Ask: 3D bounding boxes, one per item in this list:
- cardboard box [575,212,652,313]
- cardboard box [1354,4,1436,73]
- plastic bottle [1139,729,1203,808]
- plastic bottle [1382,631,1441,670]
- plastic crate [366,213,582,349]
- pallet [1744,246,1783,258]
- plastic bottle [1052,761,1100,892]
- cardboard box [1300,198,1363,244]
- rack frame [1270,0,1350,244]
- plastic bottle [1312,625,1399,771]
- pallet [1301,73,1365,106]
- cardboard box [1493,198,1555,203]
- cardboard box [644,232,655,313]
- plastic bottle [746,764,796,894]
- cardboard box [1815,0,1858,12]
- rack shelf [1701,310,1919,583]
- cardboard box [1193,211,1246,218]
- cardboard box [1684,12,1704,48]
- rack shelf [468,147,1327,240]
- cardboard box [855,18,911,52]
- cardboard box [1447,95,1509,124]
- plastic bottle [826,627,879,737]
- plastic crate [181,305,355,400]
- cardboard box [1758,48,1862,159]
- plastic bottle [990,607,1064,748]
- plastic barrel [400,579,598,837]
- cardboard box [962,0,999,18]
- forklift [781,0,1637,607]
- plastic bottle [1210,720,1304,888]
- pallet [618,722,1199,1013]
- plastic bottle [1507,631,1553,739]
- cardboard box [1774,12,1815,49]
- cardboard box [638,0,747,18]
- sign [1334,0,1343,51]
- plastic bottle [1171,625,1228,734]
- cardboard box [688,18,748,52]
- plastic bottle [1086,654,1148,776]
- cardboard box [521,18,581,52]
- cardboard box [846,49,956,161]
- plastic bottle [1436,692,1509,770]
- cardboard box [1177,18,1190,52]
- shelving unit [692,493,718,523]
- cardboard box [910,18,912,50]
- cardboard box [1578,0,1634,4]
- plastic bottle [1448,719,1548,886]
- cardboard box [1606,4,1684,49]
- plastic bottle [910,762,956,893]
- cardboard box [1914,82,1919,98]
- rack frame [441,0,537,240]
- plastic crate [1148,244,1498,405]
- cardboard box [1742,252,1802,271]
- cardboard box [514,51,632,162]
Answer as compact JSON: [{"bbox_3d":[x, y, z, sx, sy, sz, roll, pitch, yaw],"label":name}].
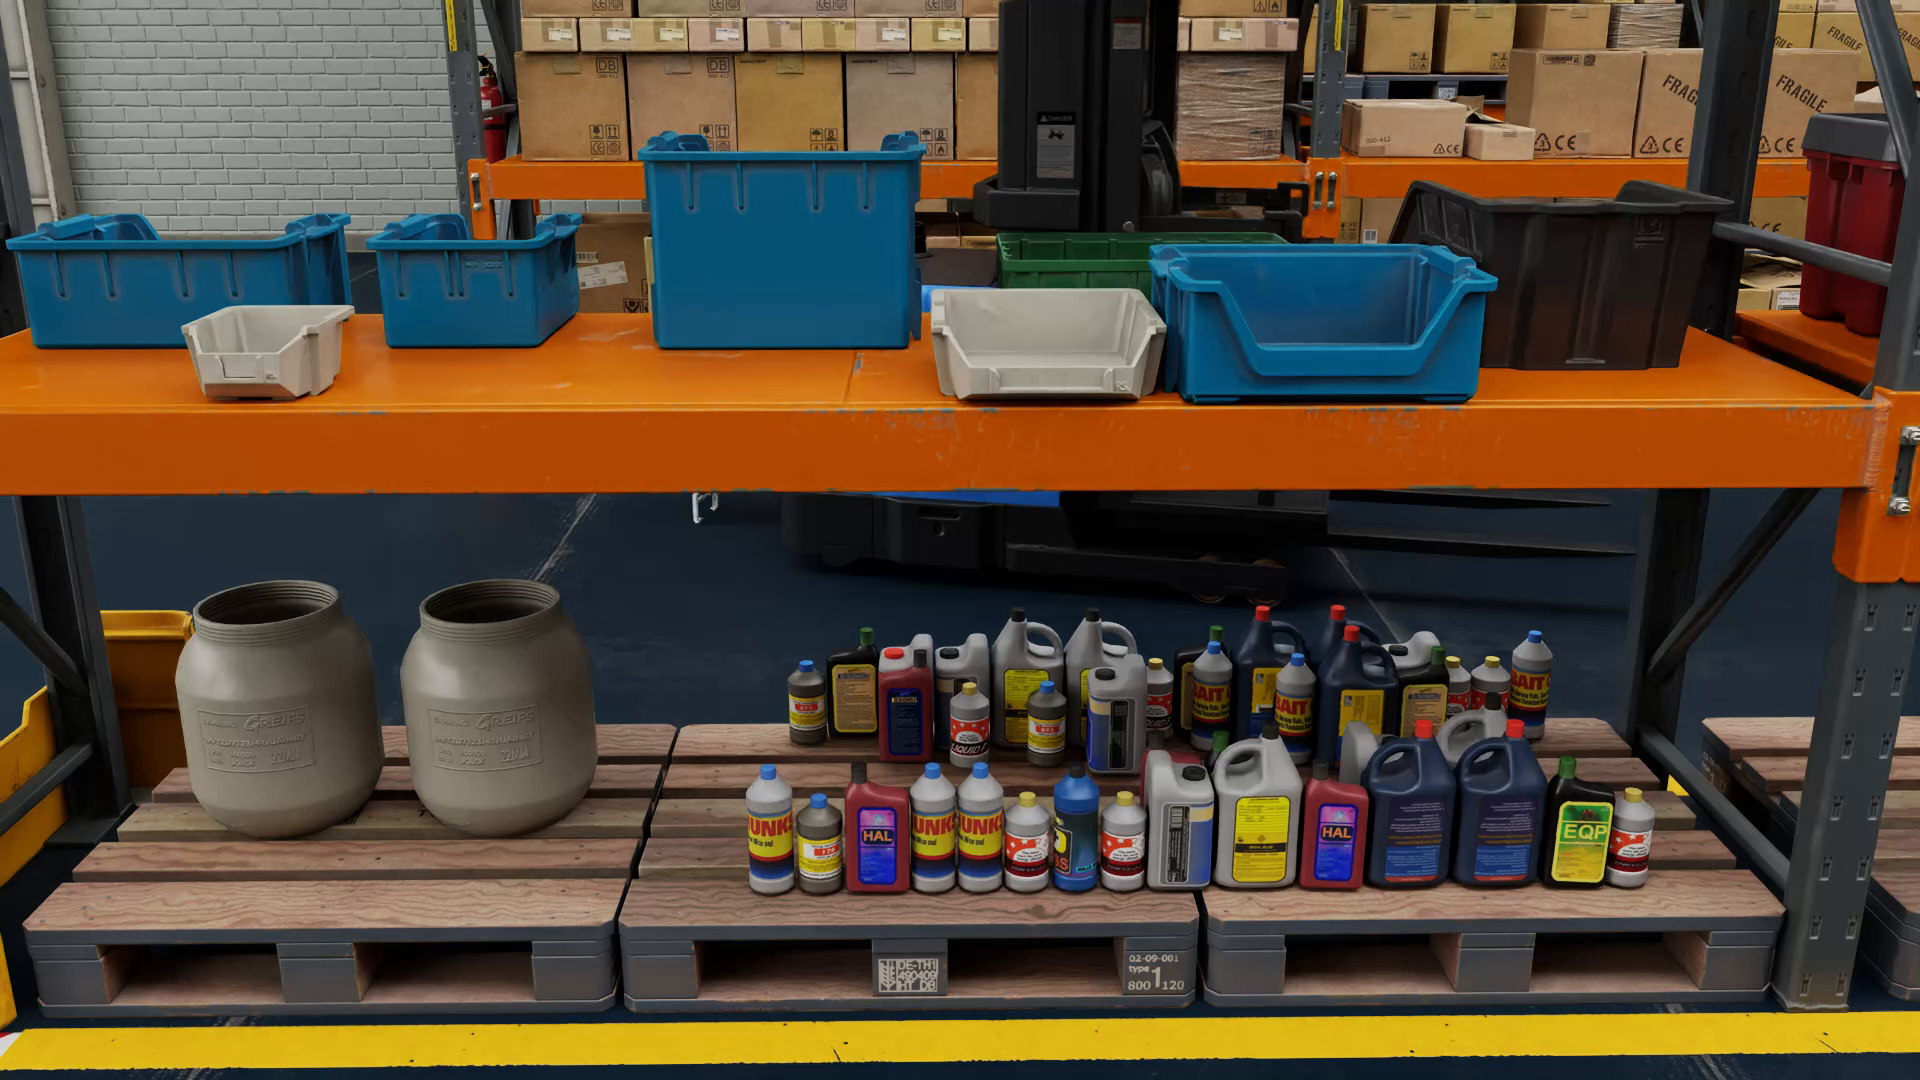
[{"bbox_3d":[-1.761,-1.428,8.676,0.500,0.500,0.500,0,18,-1],"label":"cardboard box"},{"bbox_3d":[3.352,-3.882,12.854,0.500,0.500,0.700,2,18,7],"label":"cardboard box"},{"bbox_3d":[0.463,0.551,3.646,0.133,0.283,0.061,0,18,-1],"label":"plastic bottle"},{"bbox_3d":[1.133,0.371,4.218,0.135,0.276,0.152,0,18,1],"label":"plastic bottle"},{"bbox_3d":[-1.073,-0.599,3.747,0.408,0.251,0.499,0,18,-1],"label":"plastic crate"},{"bbox_3d":[6.414,-2.292,13.346,1.213,0.211,1.003,0,18,-1],"label":"pallet"},{"bbox_3d":[0.245,0.599,3.517,0.097,0.271,0.097,0,18,0],"label":"plastic bottle"},{"bbox_3d":[2.877,-2.665,13.317,0.500,0.500,0.700,-1,18,-2],"label":"cardboard box"},{"bbox_3d":[1.707,-2.106,8.203,0.127,3.000,1.000,0,18,-1],"label":"rack frame"},{"bbox_3d":[0.970,0.379,4.070,0.185,0.351,0.144,0,18,-1],"label":"plastic bottle"},{"bbox_3d":[2.392,-3.487,12.822,1.213,0.211,1.003,0,18,-1],"label":"pallet"},{"bbox_3d":[4.389,-2.672,13.337,0.500,0.500,0.700,0,18,-1],"label":"cardboard box"},{"bbox_3d":[-1.253,-1.273,8.190,0.500,0.500,0.500,0,18,-1],"label":"cardboard box"},{"bbox_3d":[-0.400,0.602,3.507,0.097,0.271,0.097,0,18,0],"label":"plastic bottle"},{"bbox_3d":[6.620,-4.121,12.572,0.500,0.250,0.500,-1,18,-2],"label":"cardboard box"},{"bbox_3d":[3.782,-0.261,3.627,4.000,0.370,1.077,0,18,-1],"label":"rack shelf"},{"bbox_3d":[1.239,-1.448,8.736,0.500,0.500,0.500,0,18,-1],"label":"cardboard box"},{"bbox_3d":[6.093,-3.920,13.174,0.500,0.500,0.500,0,18,-1],"label":"cardboard box"},{"bbox_3d":[-0.292,-1.754,8.283,4.000,0.370,1.077,0,18,-1],"label":"rack shelf"},{"bbox_3d":[-0.359,-2.387,7.852,0.250,0.149,0.380,0,18,0],"label":"cardboard box"},{"bbox_3d":[2.584,-2.103,8.412,0.258,0.266,0.396,-1,18,-2],"label":"cardboard box"},{"bbox_3d":[-0.272,0.361,4.239,0.133,0.283,0.061,0,18,0],"label":"plastic bottle"},{"bbox_3d":[-1.318,-0.355,3.175,0.250,0.136,0.298,0,18,-1],"label":"plastic crate"},{"bbox_3d":[4.029,-2.160,8.207,0.500,0.500,0.500,-1,18,-4],"label":"cardboard box"},{"bbox_3d":[0.168,0.339,4.196,0.185,0.351,0.144,0,18,1],"label":"plastic bottle"},{"bbox_3d":[-1.060,0.381,3.833,0.421,0.512,0.421,0,18,0],"label":"plastic barrel"},{"bbox_3d":[0.258,-2.763,7.962,0.500,0.500,0.700,0,18,-1],"label":"cardboard box"},{"bbox_3d":[0.906,-1.338,5.919,3.031,2.935,1.130,4,18,12],"label":"forklift"},{"bbox_3d":[0.628,0.552,3.533,0.185,0.351,0.144,0,18,-1],"label":"plastic bottle"},{"bbox_3d":[-0.113,0.731,3.922,1.213,0.211,1.003,0,18,-1],"label":"pallet"},{"bbox_3d":[1.456,0.364,4.249,0.097,0.271,0.097,0,18,0],"label":"plastic bottle"},{"bbox_3d":[6.115,-3.762,12.680,0.500,0.500,0.500,0,18,1],"label":"cardboard box"},{"bbox_3d":[-1.246,-2.755,7.938,0.500,0.500,0.700,-1,18,-2],"label":"cardboard box"},{"bbox_3d":[1.718,-2.387,7.531,0.005,0.325,0.100,0,18,-1],"label":"sign"},{"bbox_3d":[0.614,0.356,4.252,0.133,0.283,0.061,1,18,2],"label":"plastic bottle"},{"bbox_3d":[-1.131,-2.383,7.840,0.250,0.149,0.380,-1,18,-2],"label":"cardboard box"},{"bbox_3d":[0.382,0.419,4.069,0.135,0.276,0.152,0,18,-1],"label":"plastic bottle"},{"bbox_3d":[-1.896,-2.380,7.830,0.250,0.149,0.380,0,18,-1],"label":"cardboard box"},{"bbox_3d":[-0.277,-2.141,8.149,0.500,0.500,0.700,0,18,1],"label":"cardboard box"},{"bbox_3d":[1.140,0.505,3.678,0.185,0.351,0.144,0,18,-1],"label":"plastic bottle"},{"bbox_3d":[0.930,-2.394,7.873,0.250,0.149,0.380,-1,18,-2],"label":"cardboard box"},{"bbox_3d":[-0.811,-0.659,6.638,0.503,1.200,0.258,4,18,12],"label":"shelving unit"},{"bbox_3d":[-0.362,-2.512,8.241,0.250,0.149,0.380,-1,18,-2],"label":"cardboard box"},{"bbox_3d":[4.959,-4.188,12.746,0.250,0.149,0.380,-3,18,-10],"label":"cardboard box"},{"bbox_3d":[1.142,0.549,3.541,0.185,0.351,0.144,-1,18,-2],"label":"plastic bottle"},{"bbox_3d":[5.155,-3.890,12.881,0.500,0.500,0.700,-2,18,-7],"label":"cardboard box"},{"bbox_3d":[-0.057,0.600,3.512,0.097,0.271,0.097,0,18,0],"label":"plastic bottle"},{"bbox_3d":[7.244,-3.474,12.845,0.250,0.149,0.380,0,18,0],"label":"cardboard box"},{"bbox_3d":[-2.292,-2.087,8.143,0.127,3.000,1.000,0,18,-1],"label":"rack frame"},{"bbox_3d":[0.680,-0.435,3.235,0.616,0.251,0.499,0,18,-1],"label":"plastic crate"},{"bbox_3d":[4.143,-1.364,8.784,0.500,0.311,0.500,-1,18,-2],"label":"cardboard box"},{"bbox_3d":[-1.825,-2.133,8.123,0.500,0.500,0.700,0,18,-1],"label":"cardboard box"}]
